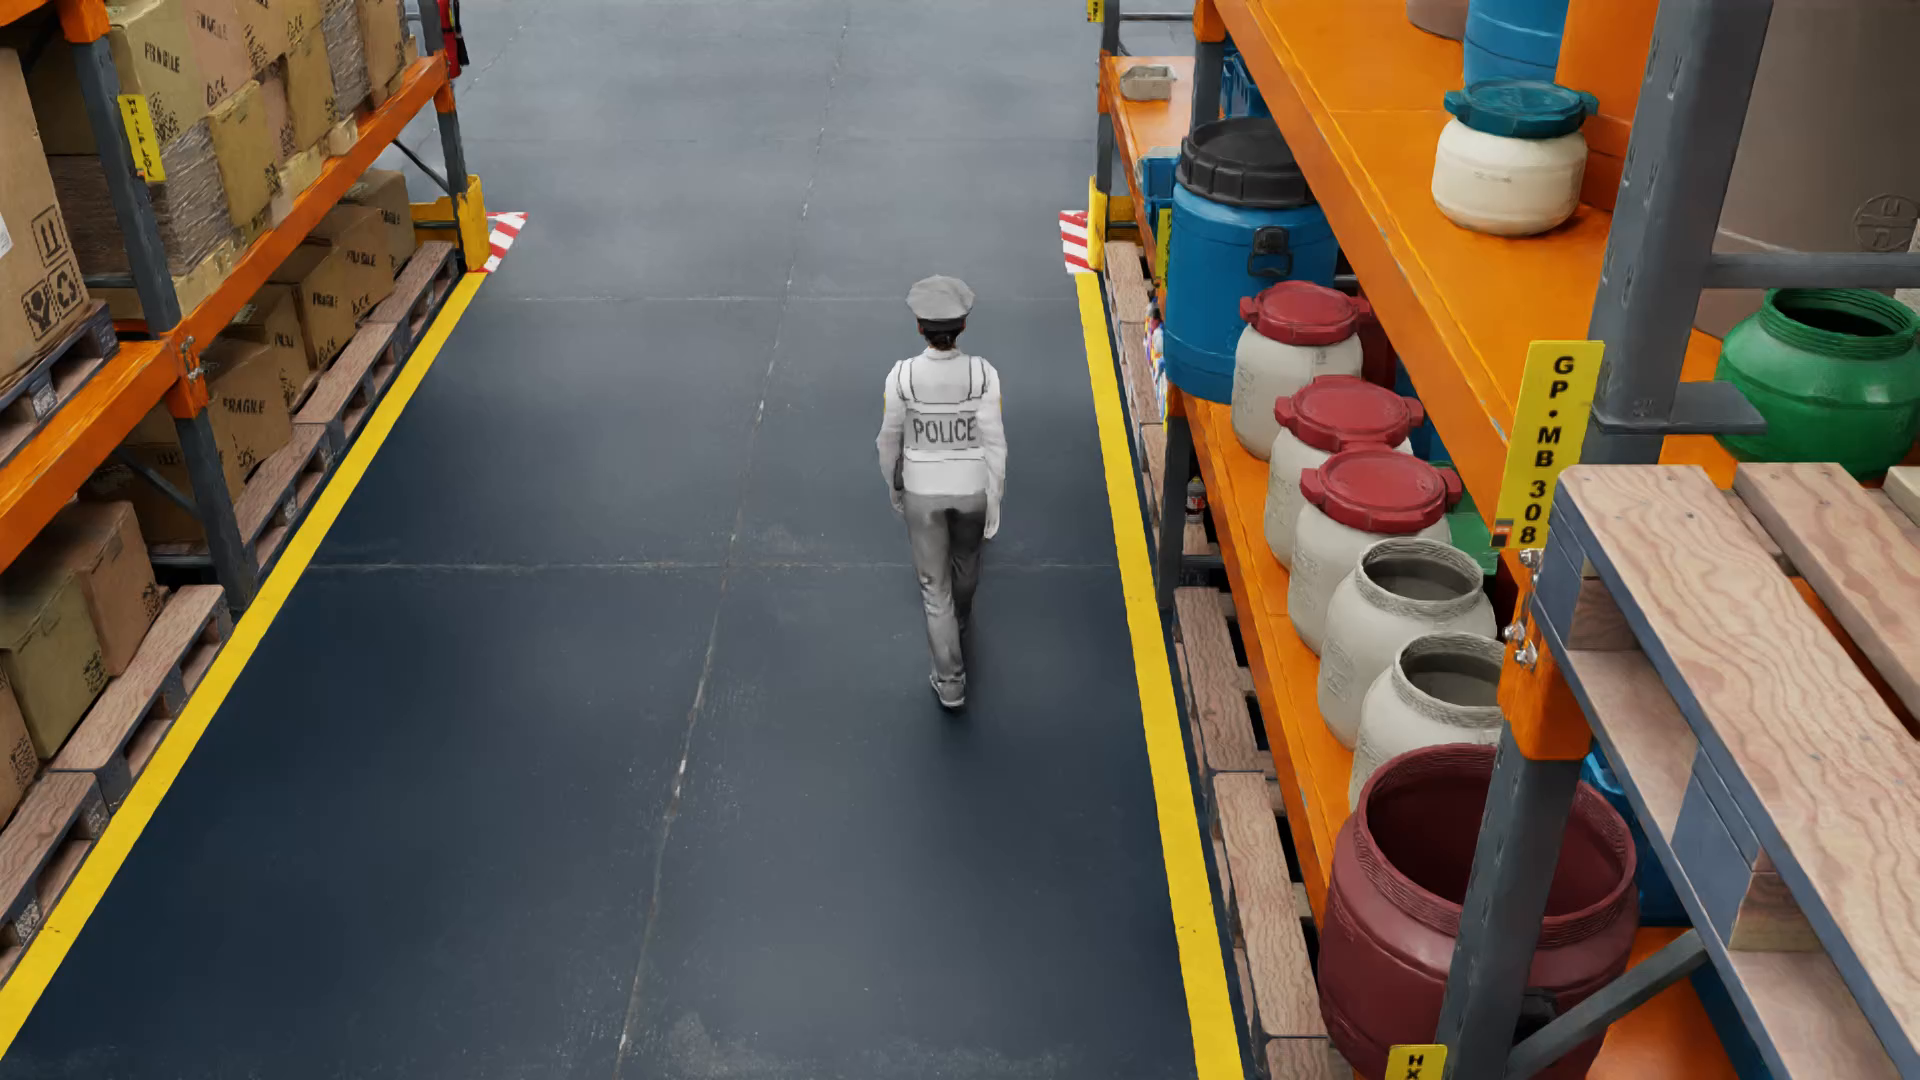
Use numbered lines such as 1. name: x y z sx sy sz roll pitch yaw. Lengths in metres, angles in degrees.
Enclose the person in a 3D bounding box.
1. person: -0.082 -0.235 6.473 0.483 1.633 0.814 -4 32 -7
